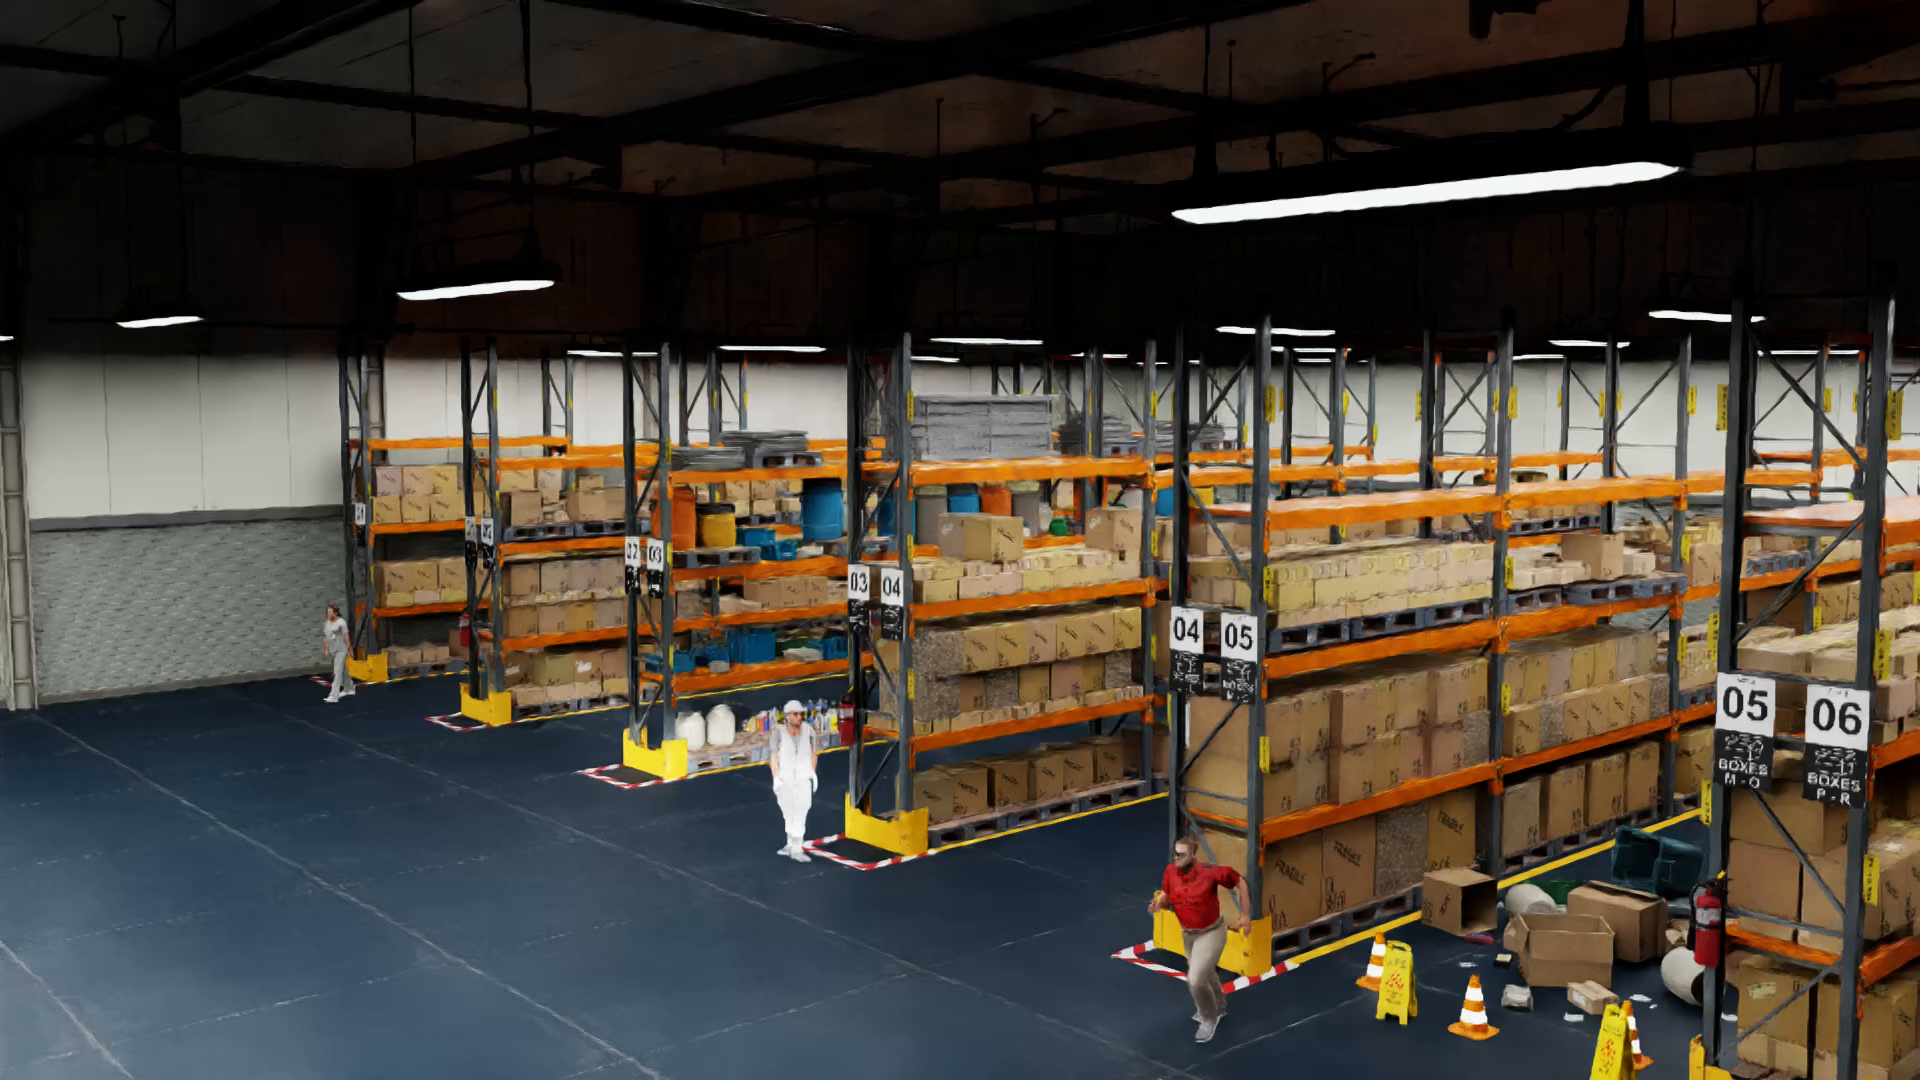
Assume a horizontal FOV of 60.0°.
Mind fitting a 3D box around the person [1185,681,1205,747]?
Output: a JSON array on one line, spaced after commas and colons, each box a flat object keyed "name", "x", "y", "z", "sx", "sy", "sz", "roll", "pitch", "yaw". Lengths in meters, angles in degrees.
[{"name": "person", "x": 2.927, "y": 2.488, "z": 20.335, "sx": 0.686, "sy": 1.700, "sz": 0.867, "roll": 5, "pitch": 7, "yaw": 44}]

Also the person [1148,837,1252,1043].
[{"name": "person", "x": 1.908, "y": 3.155, "z": 13.285, "sx": 0.937, "sy": 1.641, "sz": 0.655, "roll": -4, "pitch": 6, "yaw": -36}]

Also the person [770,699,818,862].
[{"name": "person", "x": -1.834, "y": 2.632, "z": 18.353, "sx": 0.528, "sy": 1.791, "sz": 0.503, "roll": -1, "pitch": 5, "yaw": -9}]

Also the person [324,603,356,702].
[{"name": "person", "x": -10.423, "y": 1.858, "z": 27.753, "sx": 0.483, "sy": 1.619, "sz": 0.902, "roll": 2, "pitch": 6, "yaw": 24}]
